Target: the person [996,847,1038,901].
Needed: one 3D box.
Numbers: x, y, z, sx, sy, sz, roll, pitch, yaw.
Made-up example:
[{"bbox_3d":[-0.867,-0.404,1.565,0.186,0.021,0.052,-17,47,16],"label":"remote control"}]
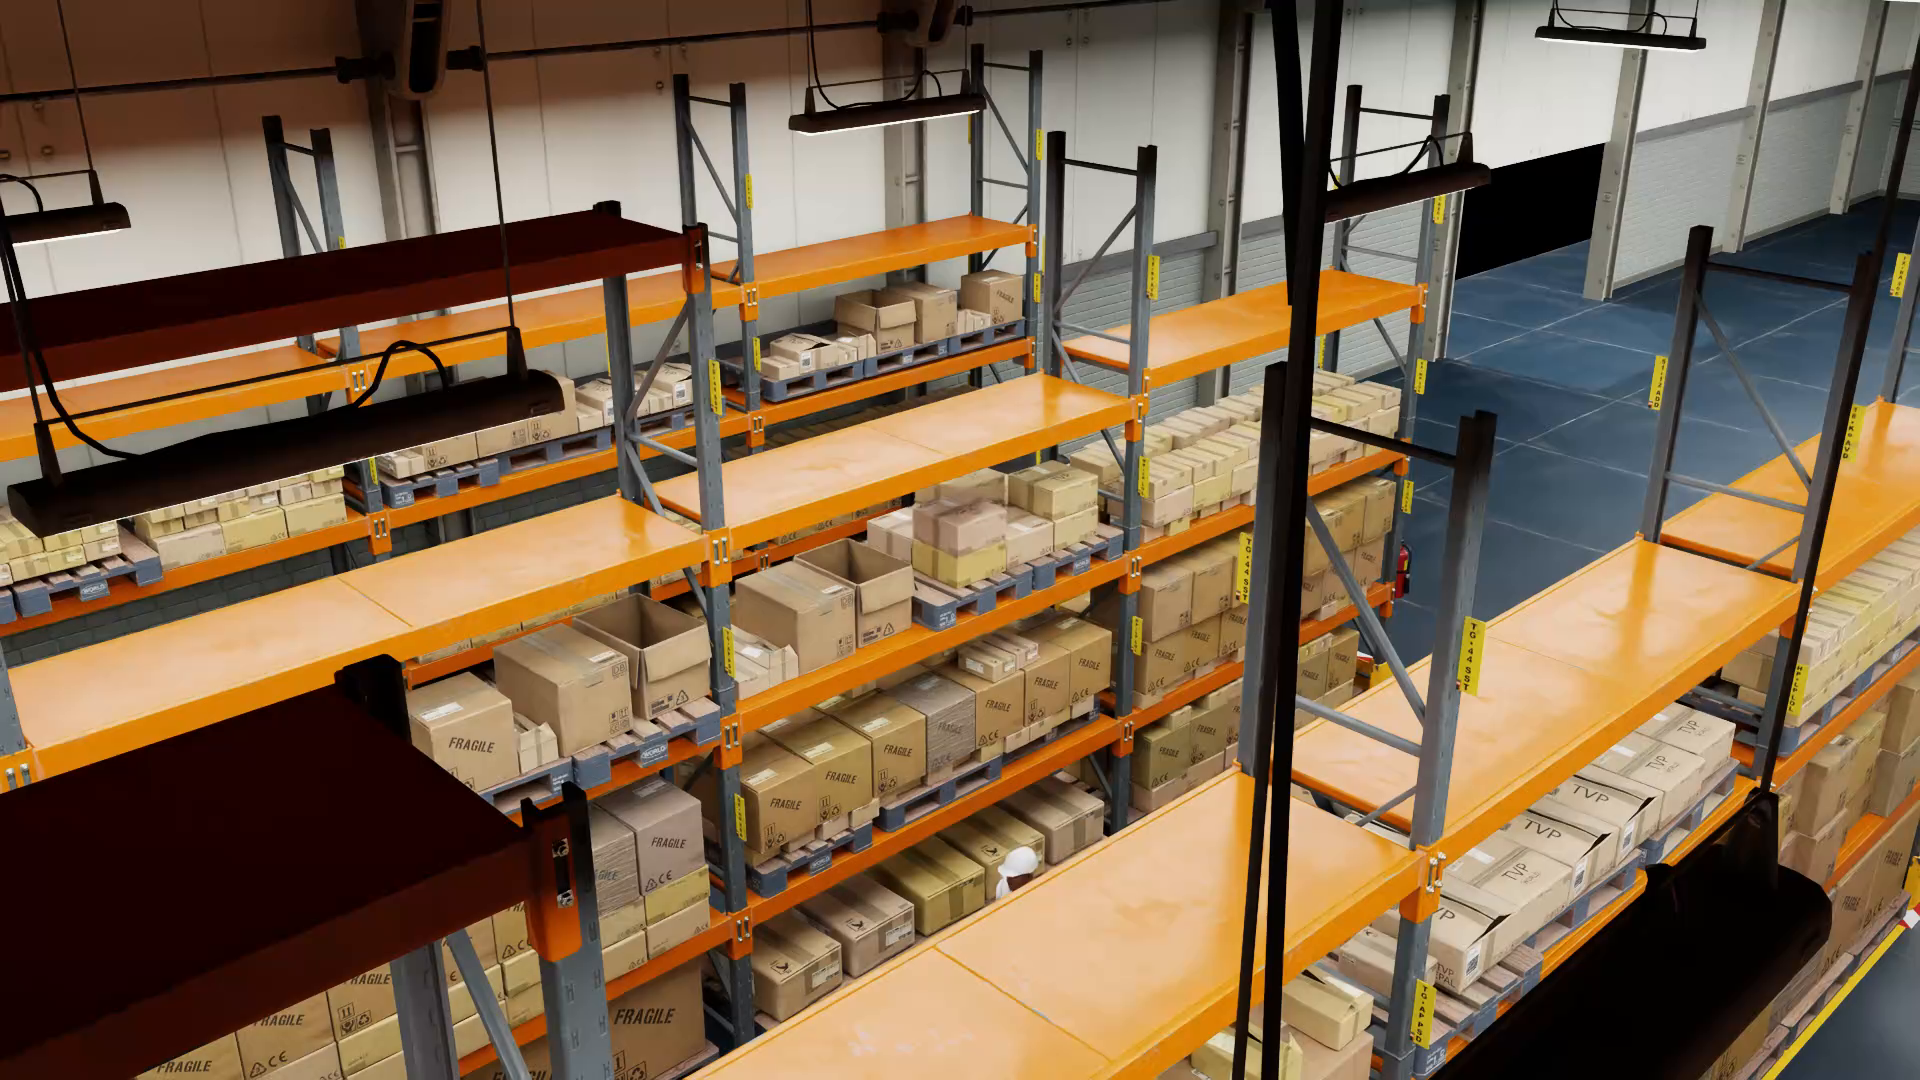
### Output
[{"bbox_3d":[0.499,2.892,11.528,0.616,1.761,0.473,19,29,38],"label":"person"}]
